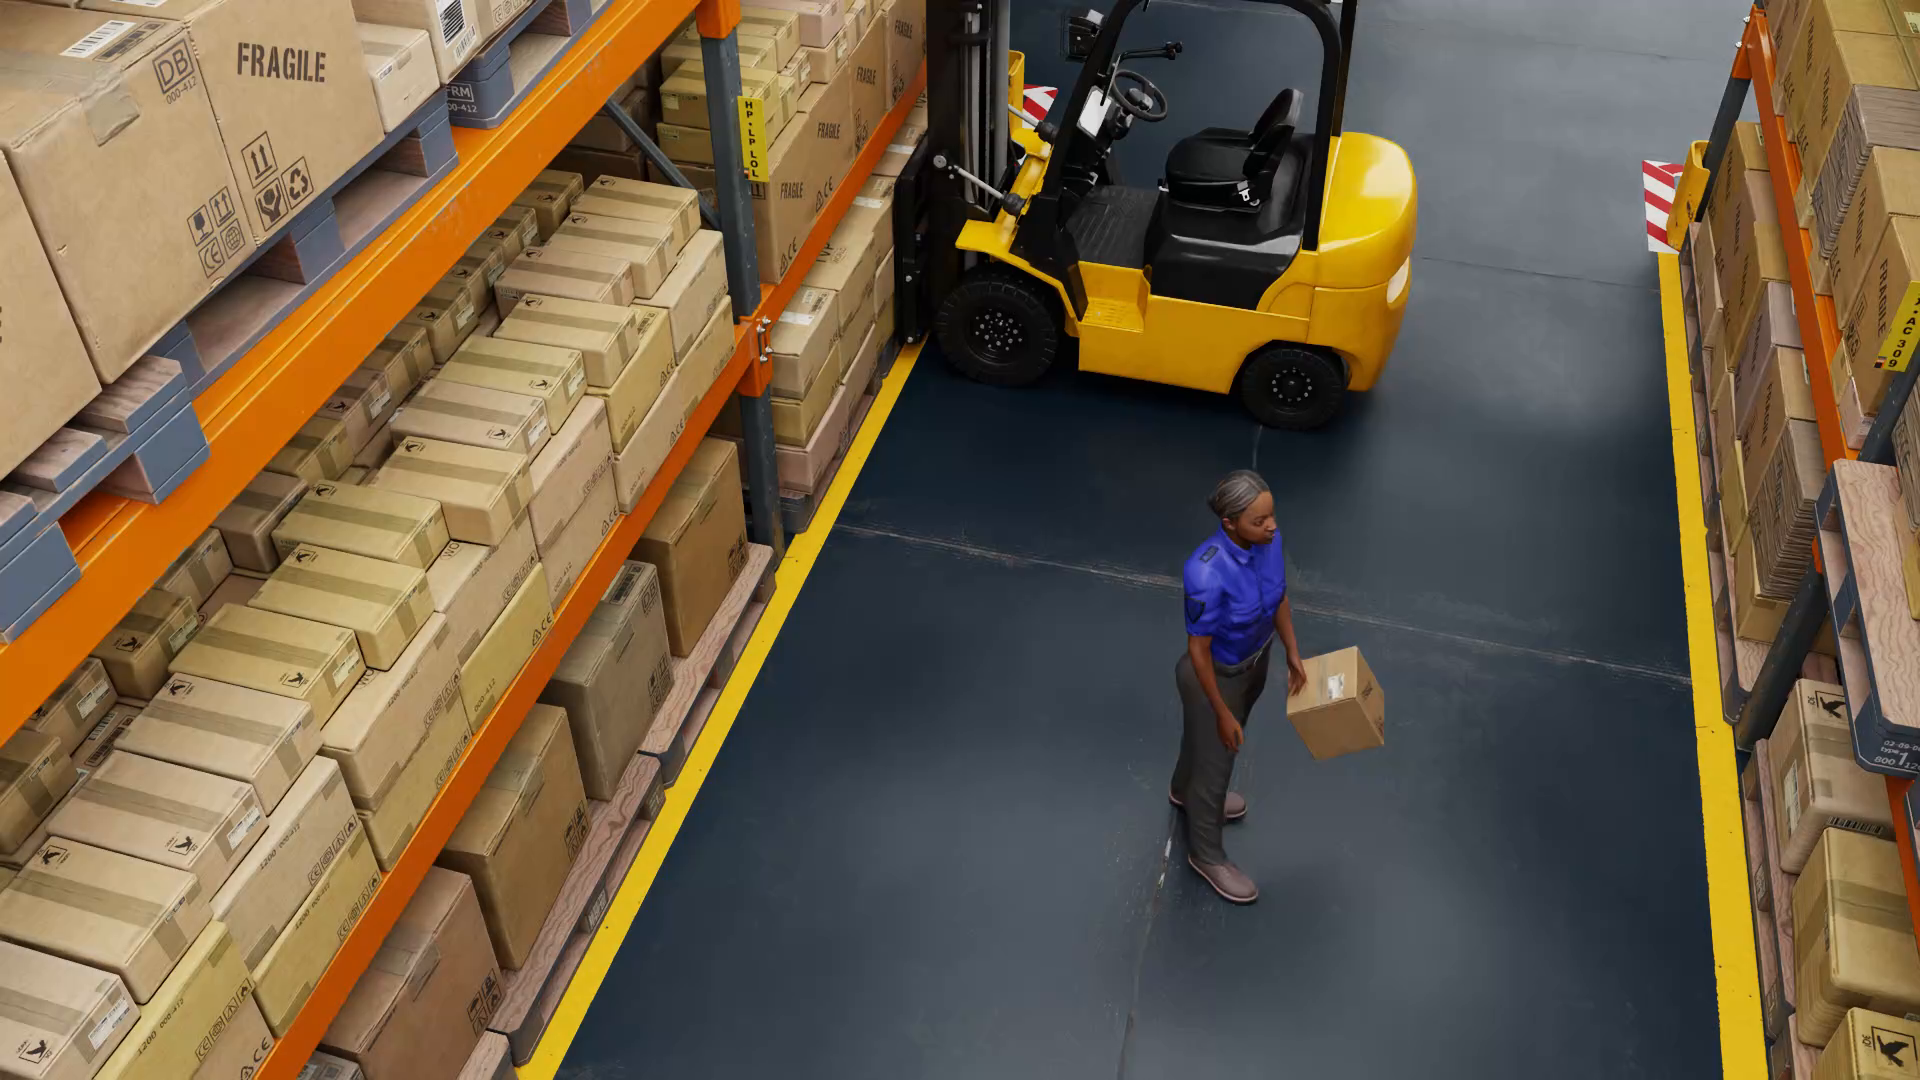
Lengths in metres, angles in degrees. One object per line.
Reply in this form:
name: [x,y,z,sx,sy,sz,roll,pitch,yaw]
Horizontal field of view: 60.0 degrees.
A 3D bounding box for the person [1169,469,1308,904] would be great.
person: [0.966,0.475,5.612,0.523,1.653,0.506,29,49,29]
